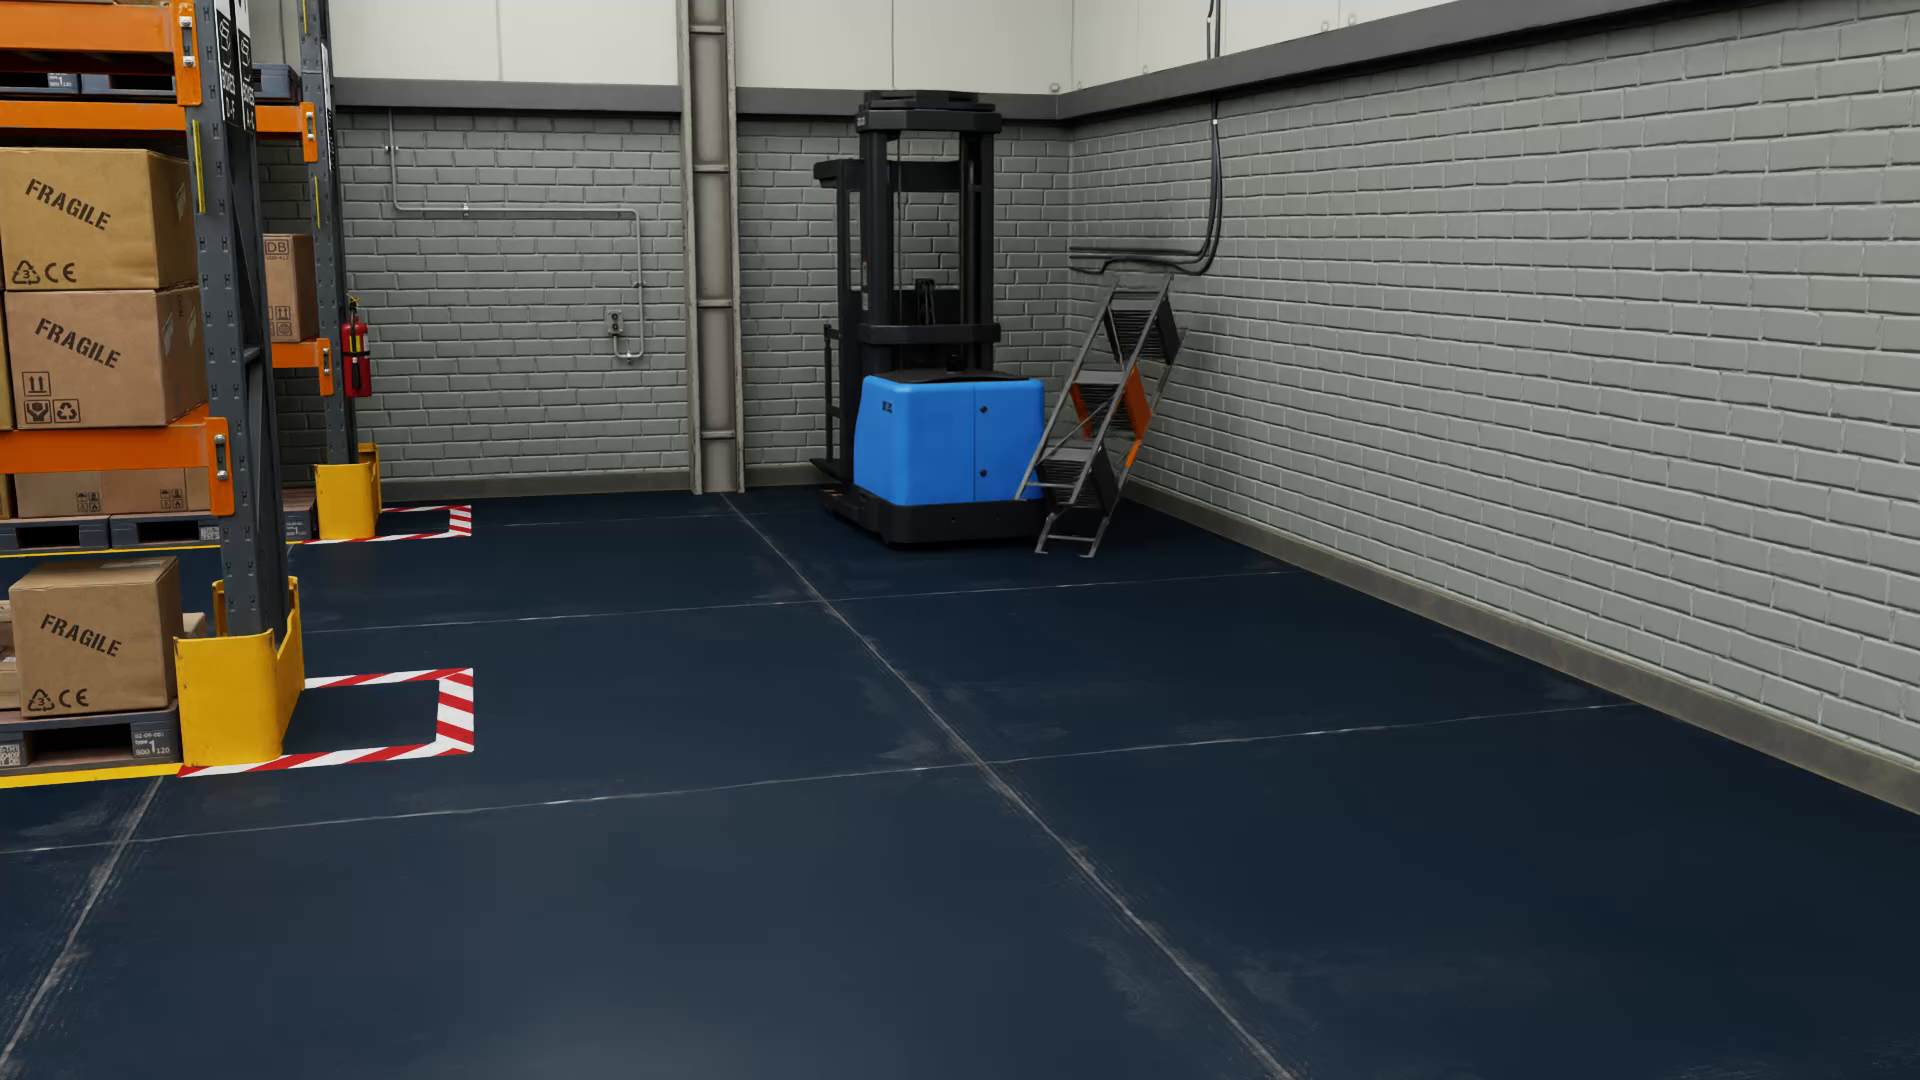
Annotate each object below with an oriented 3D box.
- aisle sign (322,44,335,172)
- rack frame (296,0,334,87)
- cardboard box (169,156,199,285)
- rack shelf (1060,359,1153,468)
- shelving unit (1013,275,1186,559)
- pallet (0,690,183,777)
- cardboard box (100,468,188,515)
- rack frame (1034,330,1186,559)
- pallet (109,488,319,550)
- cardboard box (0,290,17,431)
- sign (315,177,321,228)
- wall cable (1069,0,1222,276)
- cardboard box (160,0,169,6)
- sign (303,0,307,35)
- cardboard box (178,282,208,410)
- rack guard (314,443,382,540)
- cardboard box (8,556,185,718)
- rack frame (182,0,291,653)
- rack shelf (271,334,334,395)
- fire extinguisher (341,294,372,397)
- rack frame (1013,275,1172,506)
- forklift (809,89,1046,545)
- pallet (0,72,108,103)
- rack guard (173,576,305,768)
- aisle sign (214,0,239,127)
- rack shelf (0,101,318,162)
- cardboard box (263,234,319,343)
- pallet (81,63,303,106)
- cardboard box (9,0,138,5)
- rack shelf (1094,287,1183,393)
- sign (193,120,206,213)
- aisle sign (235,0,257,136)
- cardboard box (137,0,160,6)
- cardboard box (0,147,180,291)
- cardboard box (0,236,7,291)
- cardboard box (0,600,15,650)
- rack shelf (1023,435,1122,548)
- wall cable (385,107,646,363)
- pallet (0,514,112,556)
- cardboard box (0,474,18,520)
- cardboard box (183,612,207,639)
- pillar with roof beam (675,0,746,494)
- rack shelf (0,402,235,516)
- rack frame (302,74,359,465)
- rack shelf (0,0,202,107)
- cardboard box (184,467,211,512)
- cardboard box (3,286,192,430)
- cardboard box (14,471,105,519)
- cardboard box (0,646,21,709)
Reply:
[{"bbox_3d":[-4.118,-2.810,10.844,0.004,0.787,0.394,-3,11,-16],"label":"aisle sign"},{"bbox_3d":[-4.271,-4.530,10.800,0.127,3.000,1.000,-3,11,-16],"label":"rack frame"},{"bbox_3d":[-3.382,-1.283,6.694,0.500,0.500,0.500,-3,11,-14],"label":"cardboard box"},{"bbox_3d":[0.942,-0.835,10.836,0.431,0.480,0.518,5,50,27],"label":"rack shelf"},{"bbox_3d":[0.947,-0.845,10.844,0.431,0.503,2.100,5,50,27],"label":"shelving unit"},{"bbox_3d":[-3.721,0.697,6.678,1.213,0.211,1.003,-3,11,-16],"label":"pallet"},{"bbox_3d":[-5.395,-0.479,11.107,0.500,0.500,0.700,-3,11,-16],"label":"cardboard box"},{"bbox_3d":[1.018,-0.683,11.012,0.400,0.015,2.100,5,50,27],"label":"rack frame"},{"bbox_3d":[-5.016,-0.154,11.302,1.213,0.211,1.003,-3,11,-16],"label":"pallet"},{"bbox_3d":[-3.733,-0.671,6.132,0.500,0.500,0.500,-3,11,-15],"label":"cardboard box"},{"bbox_3d":[-4.132,-2.171,10.701,0.005,0.325,0.100,-3,11,-16],"label":"sign"},{"bbox_3d":[1.260,-3.227,12.299,0.112,2.526,3.097,-3,11,-16],"label":"wall cable"},{"bbox_3d":[-4.897,-3.521,10.511,0.500,0.500,0.500,-3,11,-16],"label":"cardboard box"},{"bbox_3d":[-4.132,-3.357,10.482,0.005,0.325,0.100,-3,11,-16],"label":"sign"},{"bbox_3d":[-3.382,-0.791,6.785,0.500,0.500,0.500,-3,11,-15],"label":"cardboard box"},{"bbox_3d":[-4.248,-0.352,11.576,0.348,0.500,1.175,-3,11,-16],"label":"rack guard"},{"bbox_3d":[-3.336,0.364,6.471,0.500,0.500,0.500,-3,11,-16],"label":"cardboard box"},{"bbox_3d":[-2.882,-0.719,6.667,0.127,3.000,1.000,-3,11,-16],"label":"rack frame"},{"bbox_3d":[-6.191,-1.125,10.859,4.000,0.370,1.077,-3,11,-16],"label":"rack shelf"},{"bbox_3d":[-3.997,-1.286,10.990,0.183,0.674,0.296,-3,11,-16],"label":"fire extinguisher"},{"bbox_3d":[0.876,-1.007,10.676,0.400,0.015,2.100,5,50,27],"label":"rack frame"},{"bbox_3d":[-0.395,-1.634,11.825,1.130,2.935,3.031,-4,11,-19],"label":"forklift"},{"bbox_3d":[-6.153,-2.910,10.527,1.213,0.211,1.003,-3,11,-16],"label":"pallet"},{"bbox_3d":[-2.955,0.514,6.872,0.348,0.500,1.175,-3,11,-16],"label":"rack guard"},{"bbox_3d":[-2.731,-1.948,6.161,0.004,0.787,0.394,-3,11,-16],"label":"aisle sign"},{"bbox_3d":[-6.191,-2.600,10.587,4.000,0.370,1.077,-3,11,-16],"label":"rack shelf"},{"bbox_3d":[-4.757,-1.700,11.166,0.700,0.700,0.980,-3,11,-13],"label":"cardboard box"},{"bbox_3d":[-4.980,-2.972,10.866,1.213,0.211,1.003,-3,11,-16],"label":"pallet"},{"bbox_3d":[-3.302,-2.049,6.019,0.500,0.250,0.500,-3,11,-16],"label":"cardboard box"},{"bbox_3d":[1.189,-1.355,11.234,0.431,0.480,0.518,5,50,27],"label":"rack shelf"},{"bbox_3d":[-2.747,-1.346,6.004,0.005,0.325,0.100,-3,11,-16],"label":"sign"},{"bbox_3d":[-2.899,-2.052,6.727,0.004,0.787,0.394,-3,11,-16],"label":"aisle sign"},{"bbox_3d":[-3.447,-2.139,6.508,0.500,0.250,0.500,-3,11,-16],"label":"cardboard box"},{"bbox_3d":[-3.233,-1.189,6.185,0.500,0.500,0.500,-3,11,-16],"label":"cardboard box"},{"bbox_3d":[-3.718,-1.164,6.045,0.500,0.500,0.500,-3,11,-14],"label":"cardboard box"},{"bbox_3d":[-3.964,0.421,6.857,0.500,0.250,0.500,-3,11,-16],"label":"cardboard box"},{"bbox_3d":[0.695,-0.314,10.439,0.431,0.480,0.518,5,50,27],"label":"rack shelf"},{"bbox_3d":[-3.306,-2.309,12.497,1.851,1.984,0.084,-3,11,-16],"label":"wall cable"},{"bbox_3d":[-6.186,-0.093,10.970,1.213,0.211,1.003,-3,11,-16],"label":"pallet"},{"bbox_3d":[-6.388,-0.425,10.815,0.500,0.500,0.700,-3,11,-15],"label":"cardboard box"},{"bbox_3d":[-3.381,0.428,7.094,0.250,0.149,0.380,-3,11,-16],"label":"cardboard box"},{"bbox_3d":[-0.717,-4.069,8.294,0.400,9.000,9.100,-3,11,-16],"label":"pillar with roof beam"},{"bbox_3d":[-4.803,-0.264,6.182,4.000,0.370,1.077,-3,11,-16],"label":"rack shelf"},{"bbox_3d":[-4.271,-1.580,11.343,0.127,3.000,1.000,-3,11,-16],"label":"rack frame"},{"bbox_3d":[-4.803,-1.739,5.910,4.000,0.370,1.077,-3,11,-16],"label":"rack shelf"},{"bbox_3d":[-4.915,-0.504,11.245,0.500,0.500,0.700,-3,11,-16],"label":"cardboard box"},{"bbox_3d":[-3.236,-0.698,6.277,0.500,0.500,0.500,-3,11,-14],"label":"cardboard box"},{"bbox_3d":[-5.878,-0.453,10.968,0.500,0.500,0.700,-3,11,-18],"label":"cardboard box"},{"bbox_3d":[-3.750,0.533,6.475,0.250,0.166,0.380,-3,11,-16],"label":"cardboard box"}]
